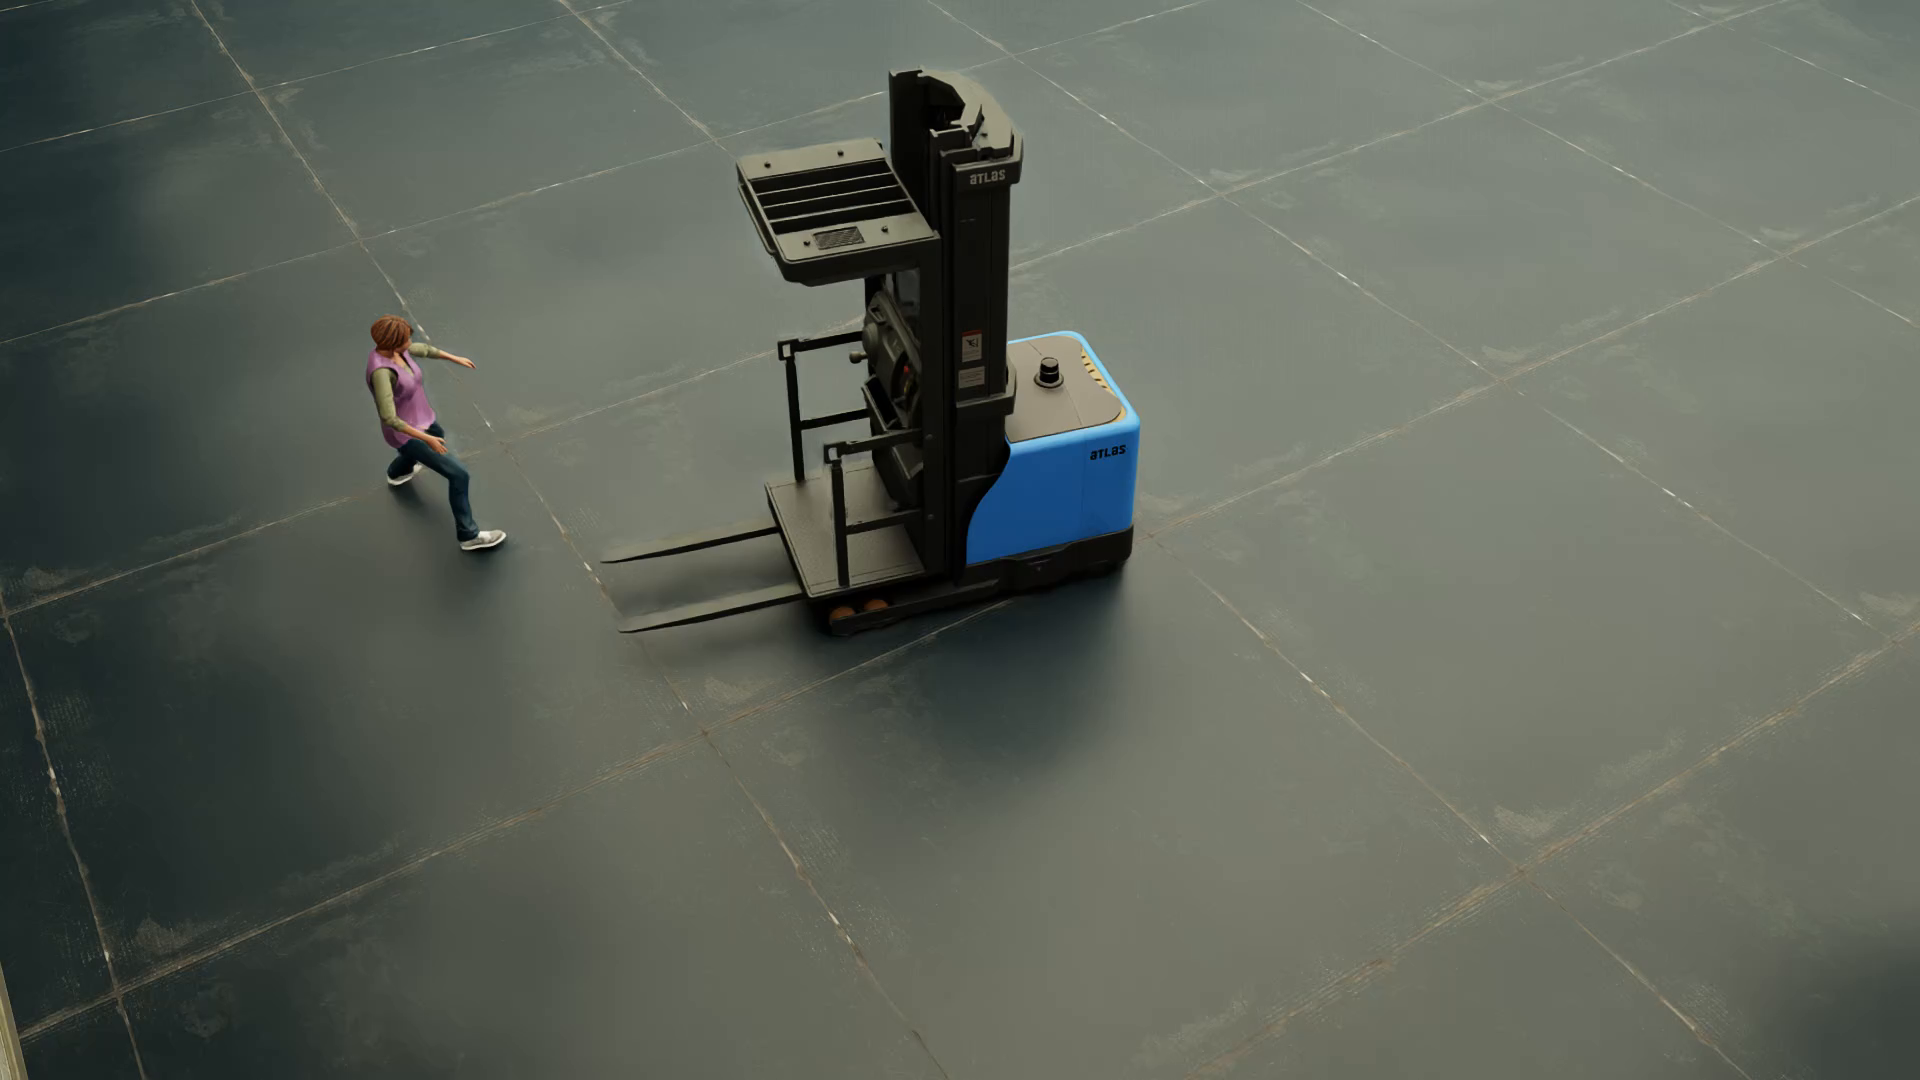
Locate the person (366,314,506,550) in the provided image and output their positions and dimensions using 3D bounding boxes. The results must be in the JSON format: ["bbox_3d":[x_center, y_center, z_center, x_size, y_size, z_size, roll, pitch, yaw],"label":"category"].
[{"bbox_3d":[-3.176,-0.721,9.864,0.835,1.459,0.876,-1,41,-2],"label":"person"}]

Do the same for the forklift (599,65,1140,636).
[{"bbox_3d":[-0.555,-0.952,8.960,3.031,2.935,1.130,-12,43,-14],"label":"forklift"}]
